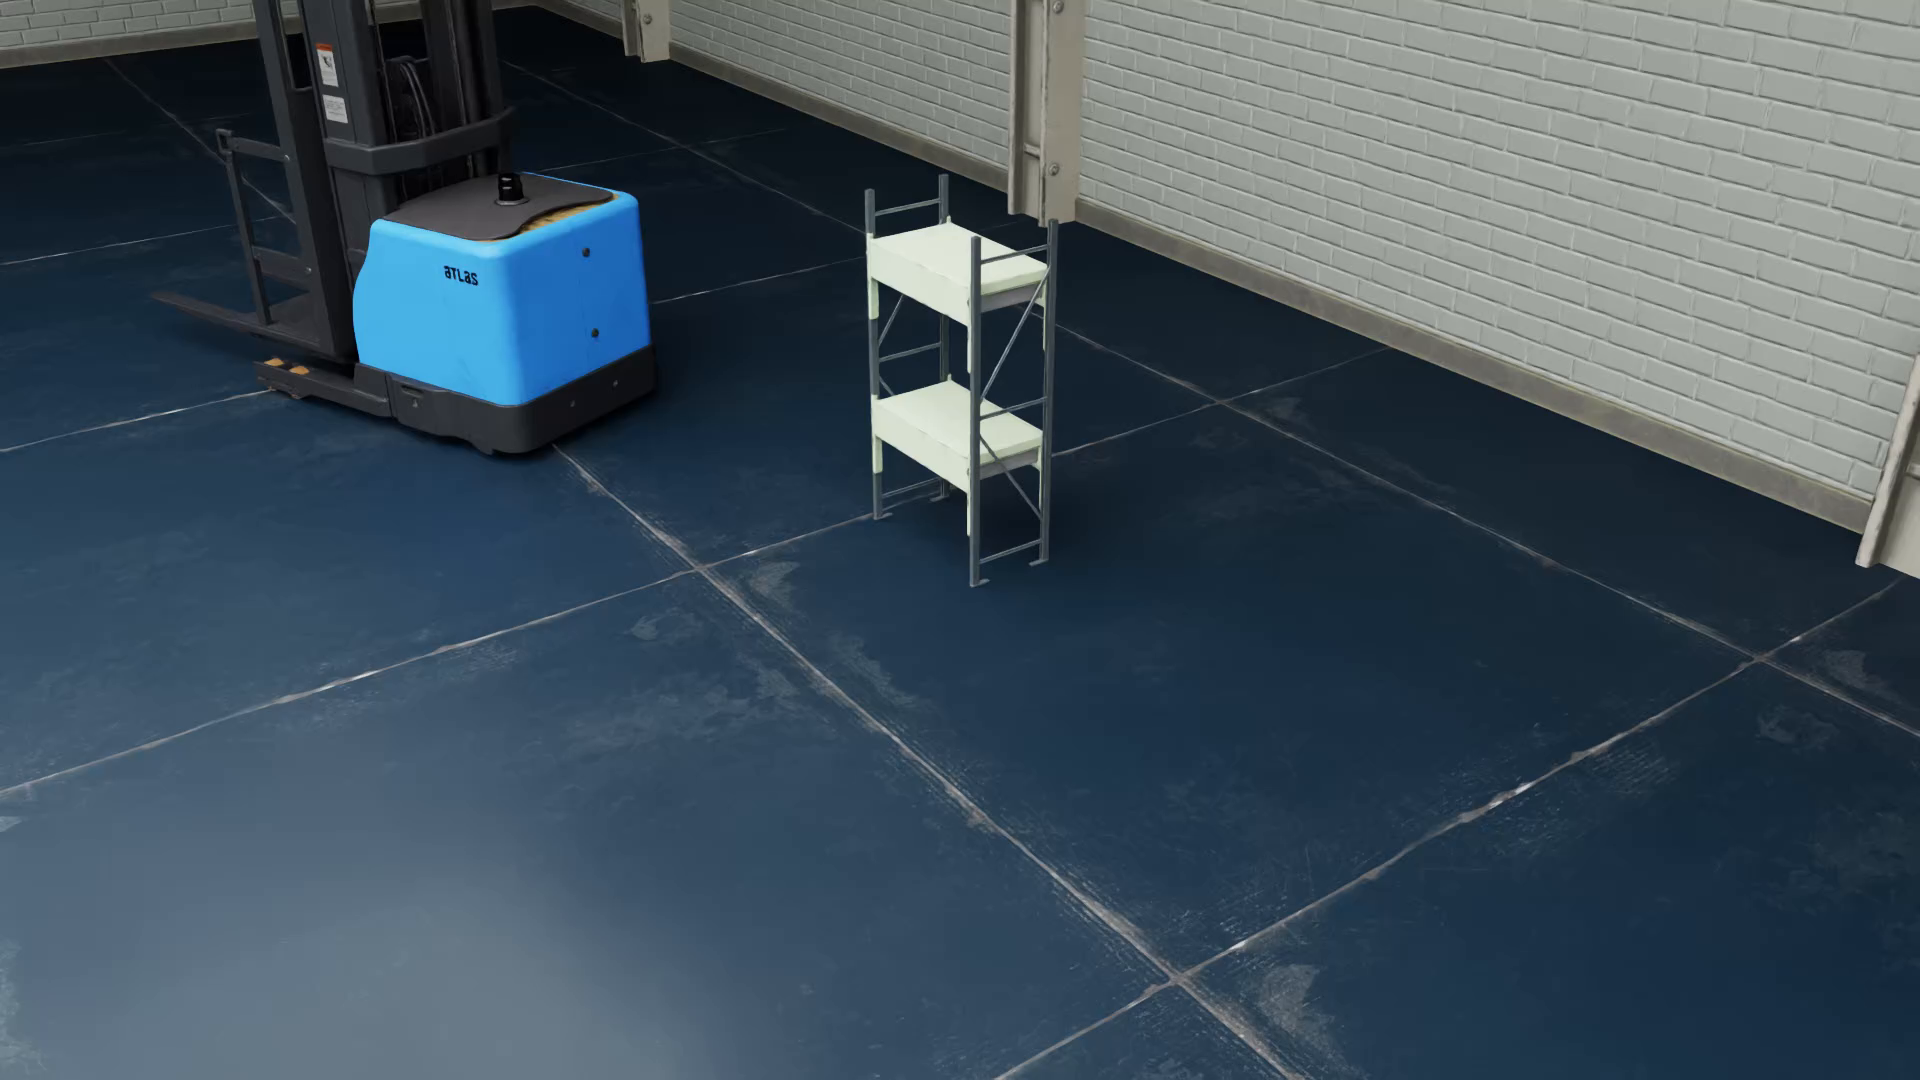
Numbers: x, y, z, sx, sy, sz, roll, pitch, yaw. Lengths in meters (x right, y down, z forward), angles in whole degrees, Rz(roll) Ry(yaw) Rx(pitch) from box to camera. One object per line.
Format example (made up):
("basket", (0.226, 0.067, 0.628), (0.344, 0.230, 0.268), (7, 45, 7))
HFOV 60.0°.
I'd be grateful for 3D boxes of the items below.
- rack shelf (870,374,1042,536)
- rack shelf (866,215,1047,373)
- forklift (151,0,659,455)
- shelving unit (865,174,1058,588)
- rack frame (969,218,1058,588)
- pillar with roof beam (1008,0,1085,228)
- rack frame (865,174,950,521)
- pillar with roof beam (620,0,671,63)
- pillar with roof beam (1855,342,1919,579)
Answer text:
("rack shelf", (-0.004, -0.375, 7.052), (0.431, 0.370, 0.720), (-19, 34, -31))
("rack shelf", (-0.004, -1.005, 6.711), (0.431, 0.370, 0.720), (-19, 34, -31))
("forklift", (-3.073, -2.211, 8.250), (3.031, 2.935, 1.130), (17, 33, 28))
("shelving unit", (-0.004, -0.662, 6.897), (0.431, 1.500, 0.755), (-19, 34, -31))
("rack frame", (0.208, -0.519, 6.635), (0.400, 1.500, 0.023), (-19, 34, -31))
("pillar with roof beam", (-2.945, -4.964, 6.961), (9.100, 9.000, 0.400), (-19, 34, -31))
("rack frame", (-0.216, -0.804, 7.159), (0.400, 1.500, 0.023), (-19, 34, -31))
("pillar with roof beam", (-6.425, -7.296, 11.256), (9.100, 9.000, 0.400), (-19, 34, -31))
("pillar with roof beam", (0.535, -2.631, 2.666), (9.100, 9.000, 0.400), (-19, 34, -31))
